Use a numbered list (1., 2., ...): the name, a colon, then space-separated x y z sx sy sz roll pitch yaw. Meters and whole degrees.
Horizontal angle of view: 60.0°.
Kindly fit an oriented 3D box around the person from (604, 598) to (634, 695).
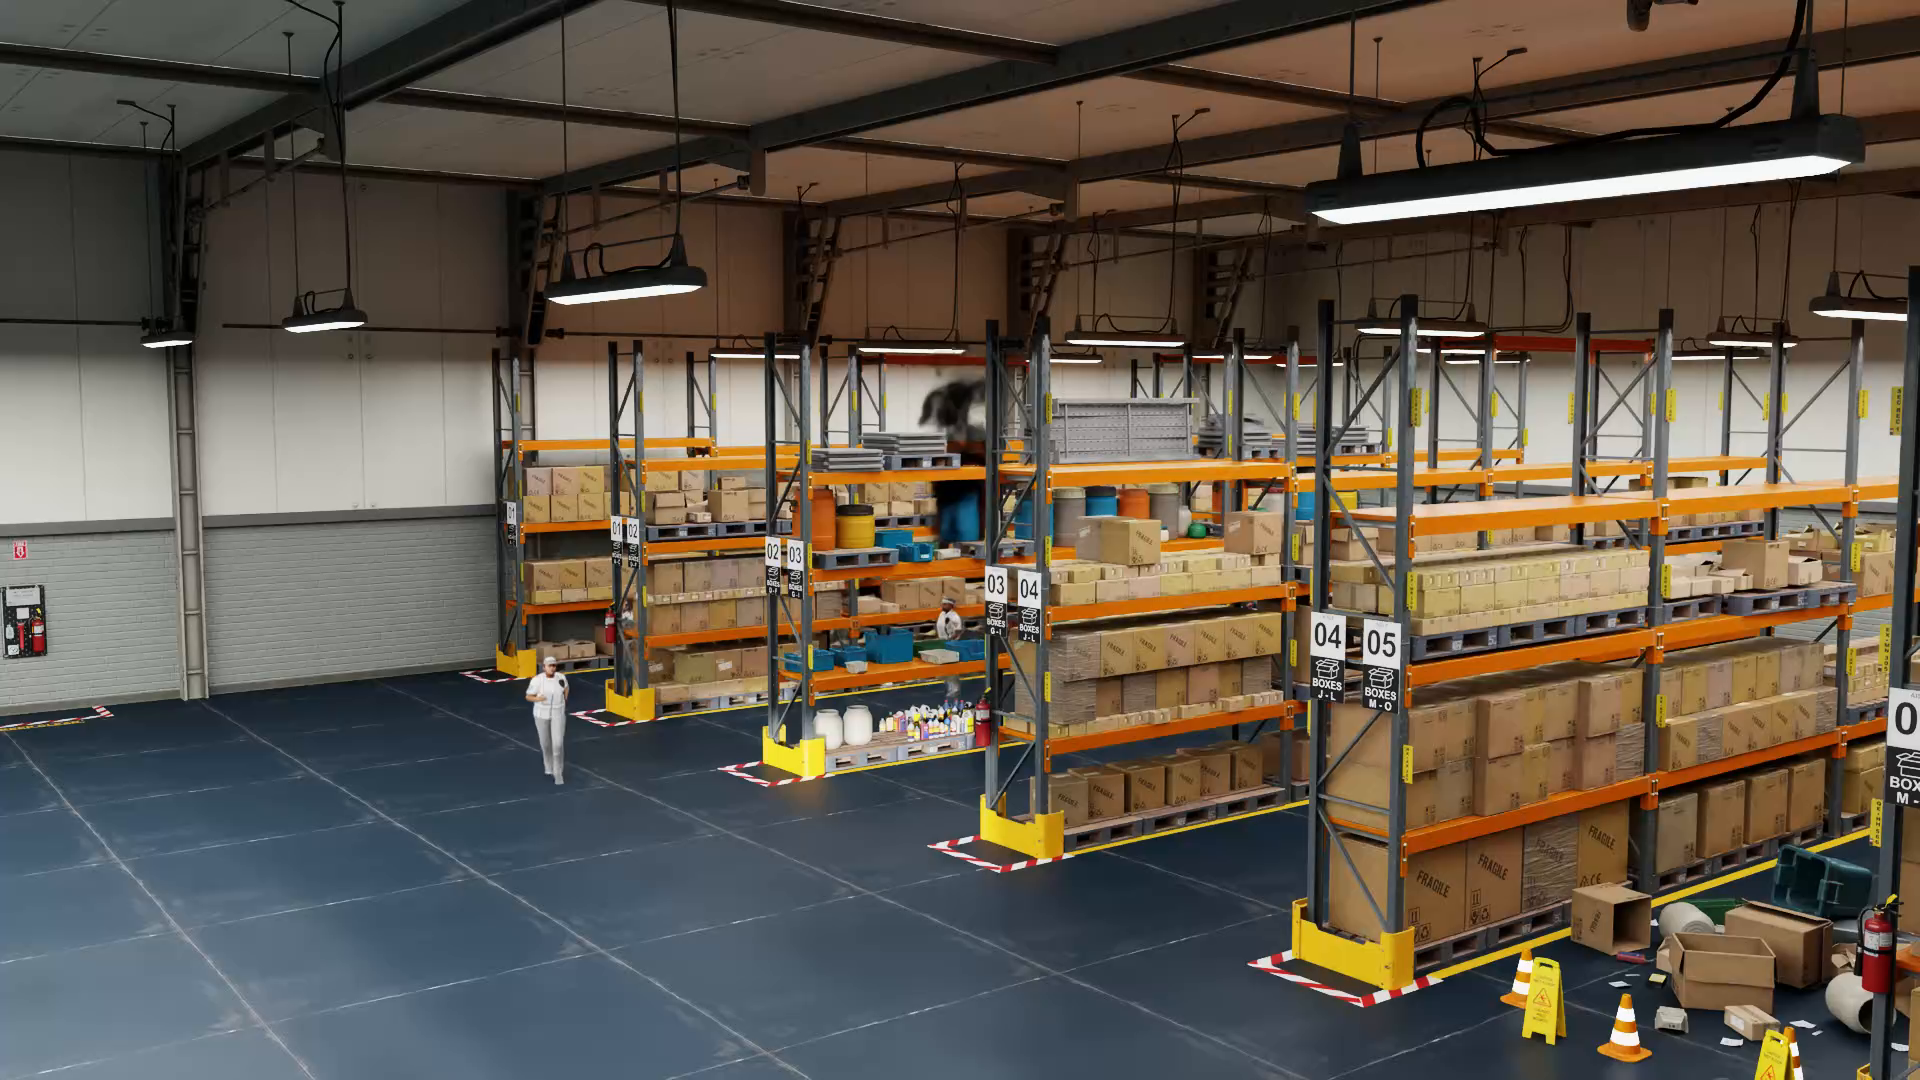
1. person: -5.788 1.795 28.617 0.618 1.667 0.893 4 6 38

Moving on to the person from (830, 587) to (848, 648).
1. person: -2.256 1.646 31.119 0.682 1.593 0.503 -5 7 -44

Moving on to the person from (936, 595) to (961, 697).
1. person: -0.225 1.704 26.754 0.585 1.659 0.559 -5 7 -43

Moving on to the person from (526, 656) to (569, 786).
1. person: -5.502 2.400 22.223 0.576 1.732 0.765 -1 5 -16
